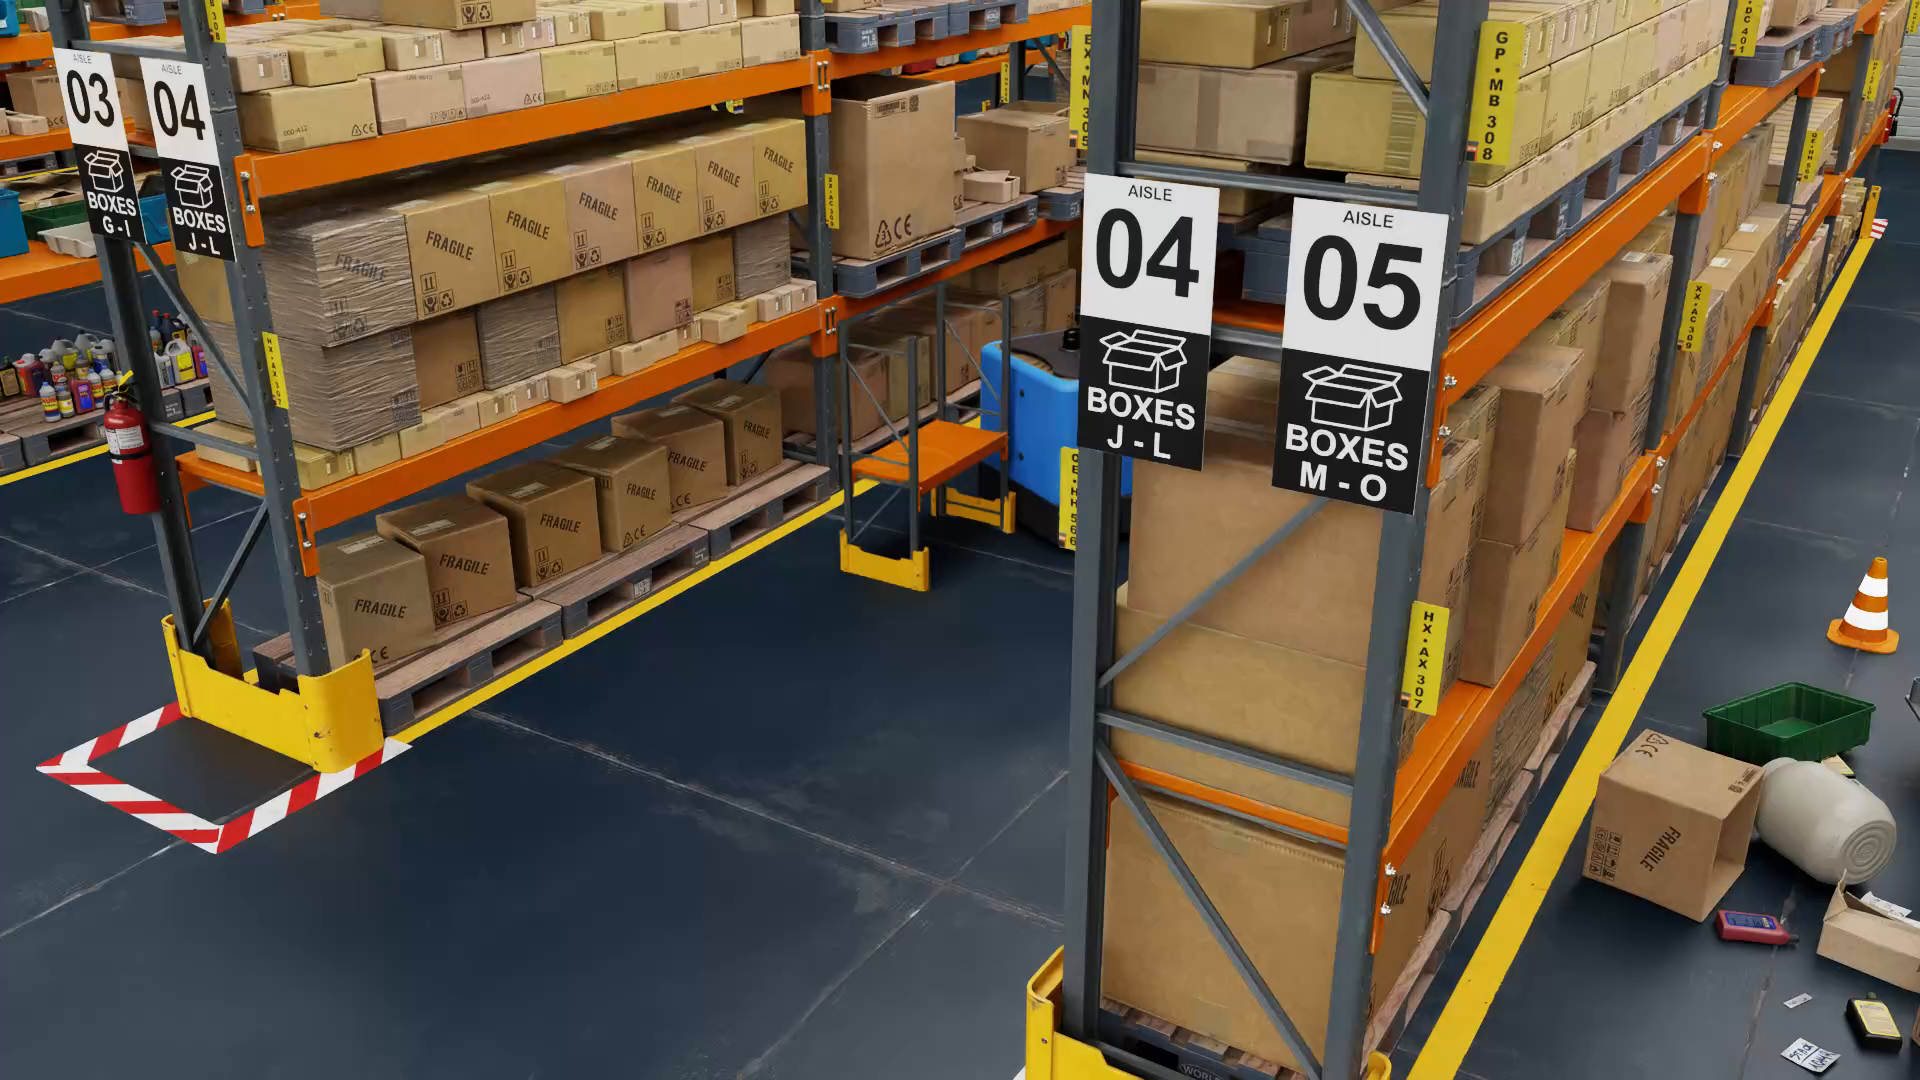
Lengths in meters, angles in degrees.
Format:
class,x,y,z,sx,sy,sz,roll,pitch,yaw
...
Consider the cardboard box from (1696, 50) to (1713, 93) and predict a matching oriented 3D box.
class,x,y,z,sx,sy,sz,roll,pitch,yaw
cardboard box,2.856,-1.936,6.831,0.380,0.149,0.250,14,27,30

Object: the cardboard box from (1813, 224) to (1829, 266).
class,x,y,z,sx,sy,sz,roll,pitch,yaw
cardboard box,6.951,-2.496,13.914,0.500,0.250,0.500,13,27,28

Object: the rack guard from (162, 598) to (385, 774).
class,x,y,z,sx,sy,sz,roll,pitch,yaw
rack guard,-3.321,0.687,8.033,1.175,0.500,0.348,14,27,29

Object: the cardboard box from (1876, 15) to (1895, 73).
class,x,y,z,sx,sy,sz,roll,pitch,yaw
cardboard box,8.126,-4.495,15.099,0.500,0.500,0.500,14,27,30

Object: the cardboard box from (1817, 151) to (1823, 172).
class,x,y,z,sx,sy,sz,roll,pitch,yaw
cardboard box,6.685,-3.057,13.323,0.380,0.149,0.250,12,26,26

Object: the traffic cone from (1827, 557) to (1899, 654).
class,x,y,z,sx,sy,sz,roll,pitch,yaw
traffic cone,4.899,0.317,8.935,0.336,0.463,0.334,14,27,29

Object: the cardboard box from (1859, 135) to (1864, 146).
class,x,y,z,sx,sy,sz,roll,pitch,yaw
cardboard box,8.210,-3.777,15.516,0.380,0.149,0.250,15,28,31

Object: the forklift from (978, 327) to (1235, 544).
class,x,y,z,sx,sy,sz,roll,pitch,yaw
forklift,1.650,-1.717,10.528,3.031,2.935,1.130,-13,27,-27

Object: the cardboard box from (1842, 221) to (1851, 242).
class,x,y,z,sx,sy,sz,roll,pitch,yaw
cardboard box,8.395,-3.009,16.111,0.380,0.149,0.250,14,27,29

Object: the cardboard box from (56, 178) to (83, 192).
class,x,y,z,sx,sy,sz,roll,pitch,yaw
cardboard box,-8.696,-3.480,16.739,0.500,0.311,0.500,13,27,27

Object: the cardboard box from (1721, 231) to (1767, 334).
class,x,y,z,sx,sy,sz,roll,pitch,yaw
cardboard box,4.481,-1.562,9.956,0.500,0.500,0.500,13,27,28

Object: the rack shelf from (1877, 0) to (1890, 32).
class,x,y,z,sx,sy,sz,roll,pitch,yaw
rack shelf,8.184,-5.132,15.459,1.077,0.370,4.000,14,27,29

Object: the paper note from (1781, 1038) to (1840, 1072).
class,x,y,z,sx,sy,sz,roll,pitch,yaw
paper note,3.046,1.843,5.956,0.142,0.017,0.144,-17,29,-35

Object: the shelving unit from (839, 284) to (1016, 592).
class,x,y,z,sx,sy,sz,roll,pitch,yaw
shelving unit,-0.181,-0.630,9.816,0.587,1.500,1.083,14,27,29

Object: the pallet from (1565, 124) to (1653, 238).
class,x,y,z,sx,sy,sz,roll,pitch,yaw
pallet,1.824,-1.363,5.958,1.003,0.211,1.213,14,27,29

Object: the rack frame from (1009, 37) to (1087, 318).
class,x,y,z,sx,sy,sz,roll,pitch,yaw
rack frame,0.858,-3.134,13.714,1.000,3.000,0.127,14,27,29

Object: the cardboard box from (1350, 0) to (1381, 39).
class,x,y,z,sx,sy,sz,roll,pitch,yaw
cardboard box,1.092,-1.669,5.213,0.380,0.149,0.250,14,27,30

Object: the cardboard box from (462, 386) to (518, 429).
class,x,y,z,sx,sy,sz,roll,pitch,yaw
cardboard box,-2.464,-0.698,8.404,0.380,0.149,0.250,14,27,29

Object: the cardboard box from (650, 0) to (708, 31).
class,x,y,z,sx,sy,sz,roll,pitch,yaw
cardboard box,-1.579,-2.832,8.928,0.380,0.149,0.250,13,27,27

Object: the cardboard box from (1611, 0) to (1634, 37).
class,x,y,z,sx,sy,sz,roll,pitch,yaw
cardboard box,1.917,-1.701,5.286,0.380,0.149,0.250,13,27,28

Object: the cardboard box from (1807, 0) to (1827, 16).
class,x,y,z,sx,sy,sz,roll,pitch,yaw
cardboard box,4.722,-3.219,9.593,0.500,0.311,0.500,14,27,29

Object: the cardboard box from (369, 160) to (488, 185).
class,x,y,z,sx,sy,sz,roll,pitch,yaw
cardboard box,-2.757,-1.651,8.529,0.500,0.500,0.500,14,27,29

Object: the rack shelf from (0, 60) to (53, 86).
class,x,y,z,sx,sy,sz,roll,pitch,yaw
rack shelf,-12.821,-5.243,19.491,1.077,0.370,4.000,14,27,29

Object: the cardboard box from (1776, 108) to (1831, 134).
class,x,y,z,sx,sy,sz,roll,pitch,yaw
cardboard box,6.666,-3.319,13.179,0.380,0.149,0.250,14,27,29

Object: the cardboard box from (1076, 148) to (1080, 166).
class,x,y,z,sx,sy,sz,roll,pitch,yaw
cardboard box,0.908,-3.399,14.199,0.500,0.500,0.500,15,27,31

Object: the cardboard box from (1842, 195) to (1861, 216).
class,x,y,z,sx,sy,sz,roll,pitch,yaw
cardboard box,8.680,-3.323,16.462,0.380,0.149,0.250,15,28,31

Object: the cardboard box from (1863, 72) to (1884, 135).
class,x,y,z,sx,sy,sz,roll,pitch,yaw
cardboard box,8.155,-4.039,15.303,0.500,0.500,0.500,13,27,28

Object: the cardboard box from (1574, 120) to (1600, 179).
class,x,y,z,sx,sy,sz,roll,pitch,yaw
cardboard box,1.785,-1.250,5.248,0.380,0.149,0.250,14,27,29

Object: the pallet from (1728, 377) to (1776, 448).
class,x,y,z,sx,sy,sz,roll,pitch,yaw
pallet,5.432,-1.045,12.397,1.003,0.211,1.213,14,27,29

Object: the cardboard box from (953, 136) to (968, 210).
class,x,y,z,sx,sy,sz,roll,pitch,yaw
cardboard box,-0.416,-2.629,11.888,0.797,0.503,0.637,17,29,34

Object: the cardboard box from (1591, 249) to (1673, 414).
class,x,y,z,sx,sy,sz,roll,pitch,yaw
cardboard box,2.494,-0.948,7.116,0.875,0.550,0.550,14,27,29

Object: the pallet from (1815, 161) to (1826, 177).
class,x,y,z,sx,sy,sz,roll,pitch,yaw
pallet,6.602,-3.095,13.866,1.003,0.211,1.213,14,27,29

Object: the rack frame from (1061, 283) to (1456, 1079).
class,x,y,z,sx,sy,sz,roll,pitch,yaw
rack frame,0.799,0.639,4.997,1.000,3.000,0.127,14,27,29

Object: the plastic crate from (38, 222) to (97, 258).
class,x,y,z,sx,sy,sz,roll,pitch,yaw
plastic crate,-6.101,-2.100,11.657,0.530,0.136,0.437,14,27,29

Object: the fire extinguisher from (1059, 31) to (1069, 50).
class,x,y,z,sx,sy,sz,roll,pitch,yaw
fire extinguisher,1.336,-6.621,22.336,0.296,0.674,0.183,14,27,29

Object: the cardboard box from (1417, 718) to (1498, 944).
class,x,y,z,sx,sy,sz,roll,pitch,yaw
cardboard box,1.563,0.882,6.584,0.875,0.875,0.875,13,27,28

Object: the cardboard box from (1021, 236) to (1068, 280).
class,x,y,z,sx,sy,sz,roll,pitch,yaw
cardboard box,0.530,-2.301,13.438,0.500,0.250,0.500,15,28,31

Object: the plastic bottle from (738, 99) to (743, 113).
class,x,y,z,sx,sy,sz,roll,pitch,yaw
plastic bottle,-2.275,-4.537,17.116,0.097,0.271,0.097,0,23,0

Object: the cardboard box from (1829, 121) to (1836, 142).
class,x,y,z,sx,sy,sz,roll,pitch,yaw
cardboard box,6.949,-3.360,13.649,0.380,0.149,0.250,14,27,29

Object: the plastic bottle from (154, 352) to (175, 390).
class,x,y,z,sx,sy,sz,roll,pitch,yaw
plastic bottle,-5.915,-1.269,12.279,0.152,0.276,0.135,14,27,30

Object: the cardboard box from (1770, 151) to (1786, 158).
class,x,y,z,sx,sy,sz,roll,pitch,yaw
cardboard box,5.567,-2.618,11.560,0.380,0.149,0.250,13,27,28

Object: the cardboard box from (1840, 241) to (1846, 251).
class,x,y,z,sx,sy,sz,roll,pitch,yaw
cardboard box,8.514,-2.971,16.398,0.380,0.149,0.250,14,27,30

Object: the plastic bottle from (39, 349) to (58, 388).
class,x,y,z,sx,sy,sz,roll,pitch,yaw
plastic bottle,-6.744,-1.262,12.264,0.152,0.276,0.135,13,27,28

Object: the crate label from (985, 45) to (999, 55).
class,x,y,z,sx,sy,sz,roll,pitch,yaw
crate label,0.303,-6.272,21.218,0.396,0.136,0.243,14,27,29

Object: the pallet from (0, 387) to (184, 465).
class,x,y,z,sx,sy,sz,roll,pitch,yaw
pallet,-6.492,-0.911,12.089,1.003,0.211,1.213,14,27,29

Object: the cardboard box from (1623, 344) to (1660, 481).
class,x,y,z,sx,sy,sz,roll,pitch,yaw
cardboard box,2.724,-0.653,7.793,0.875,0.550,0.550,14,27,29

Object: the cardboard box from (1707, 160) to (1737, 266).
class,x,y,z,sx,sy,sz,roll,pitch,yaw
cardboard box,3.970,-1.899,9.476,0.700,0.500,0.500,14,27,28

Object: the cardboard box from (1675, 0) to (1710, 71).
class,x,y,z,sx,sy,sz,roll,pitch,yaw
cardboard box,2.600,-2.003,6.485,0.500,0.250,0.500,14,27,29

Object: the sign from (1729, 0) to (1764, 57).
class,x,y,z,sx,sy,sz,roll,pitch,yaw
sign,3.381,-2.245,7.134,0.100,0.325,0.005,14,27,29

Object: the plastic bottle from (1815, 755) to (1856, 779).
class,x,y,z,sx,sy,sz,roll,pitch,yaw
plastic bottle,4.045,1.047,7.754,0.133,0.061,0.283,1,23,2

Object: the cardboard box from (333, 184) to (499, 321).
class,x,y,z,sx,sy,sz,roll,pitch,yaw
cardboard box,-2.570,-1.371,7.883,0.500,0.500,0.500,14,27,29

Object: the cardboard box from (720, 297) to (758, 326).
class,x,y,z,sx,sy,sz,roll,pitch,yaw
cardboard box,-1.438,-1.381,9.980,0.380,0.149,0.250,14,27,29

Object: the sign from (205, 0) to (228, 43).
class,x,y,z,sx,sy,sz,roll,pitch,yaw
sign,-2.901,-2.098,6.445,0.100,0.325,0.005,14,27,29

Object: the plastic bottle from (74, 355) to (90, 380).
class,x,y,z,sx,sy,sz,roll,pitch,yaw
plastic bottle,-6.534,-1.274,12.386,0.097,0.201,0.097,0,23,0

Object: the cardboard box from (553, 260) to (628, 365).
class,x,y,z,sx,sy,sz,roll,pitch,yaw
cardboard box,-2.312,-1.316,9.015,0.875,0.500,0.500,14,27,29

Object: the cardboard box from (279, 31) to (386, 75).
class,x,y,z,sx,sy,sz,roll,pitch,yaw
cardboard box,-2.772,-2.148,7.347,0.380,0.149,0.250,13,27,28

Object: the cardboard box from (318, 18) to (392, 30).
class,x,y,z,sx,sy,sz,roll,pitch,yaw
cardboard box,-2.843,-2.410,7.952,0.380,0.149,0.250,14,27,30

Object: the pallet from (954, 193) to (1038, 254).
class,x,y,z,sx,sy,sz,roll,pitch,yaw
pallet,-0.151,-2.370,12.189,1.003,0.211,1.213,14,27,29

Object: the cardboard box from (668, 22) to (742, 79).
class,x,y,z,sx,sy,sz,roll,pitch,yaw
cardboard box,-1.555,-2.709,9.146,0.500,0.250,0.500,15,27,30
